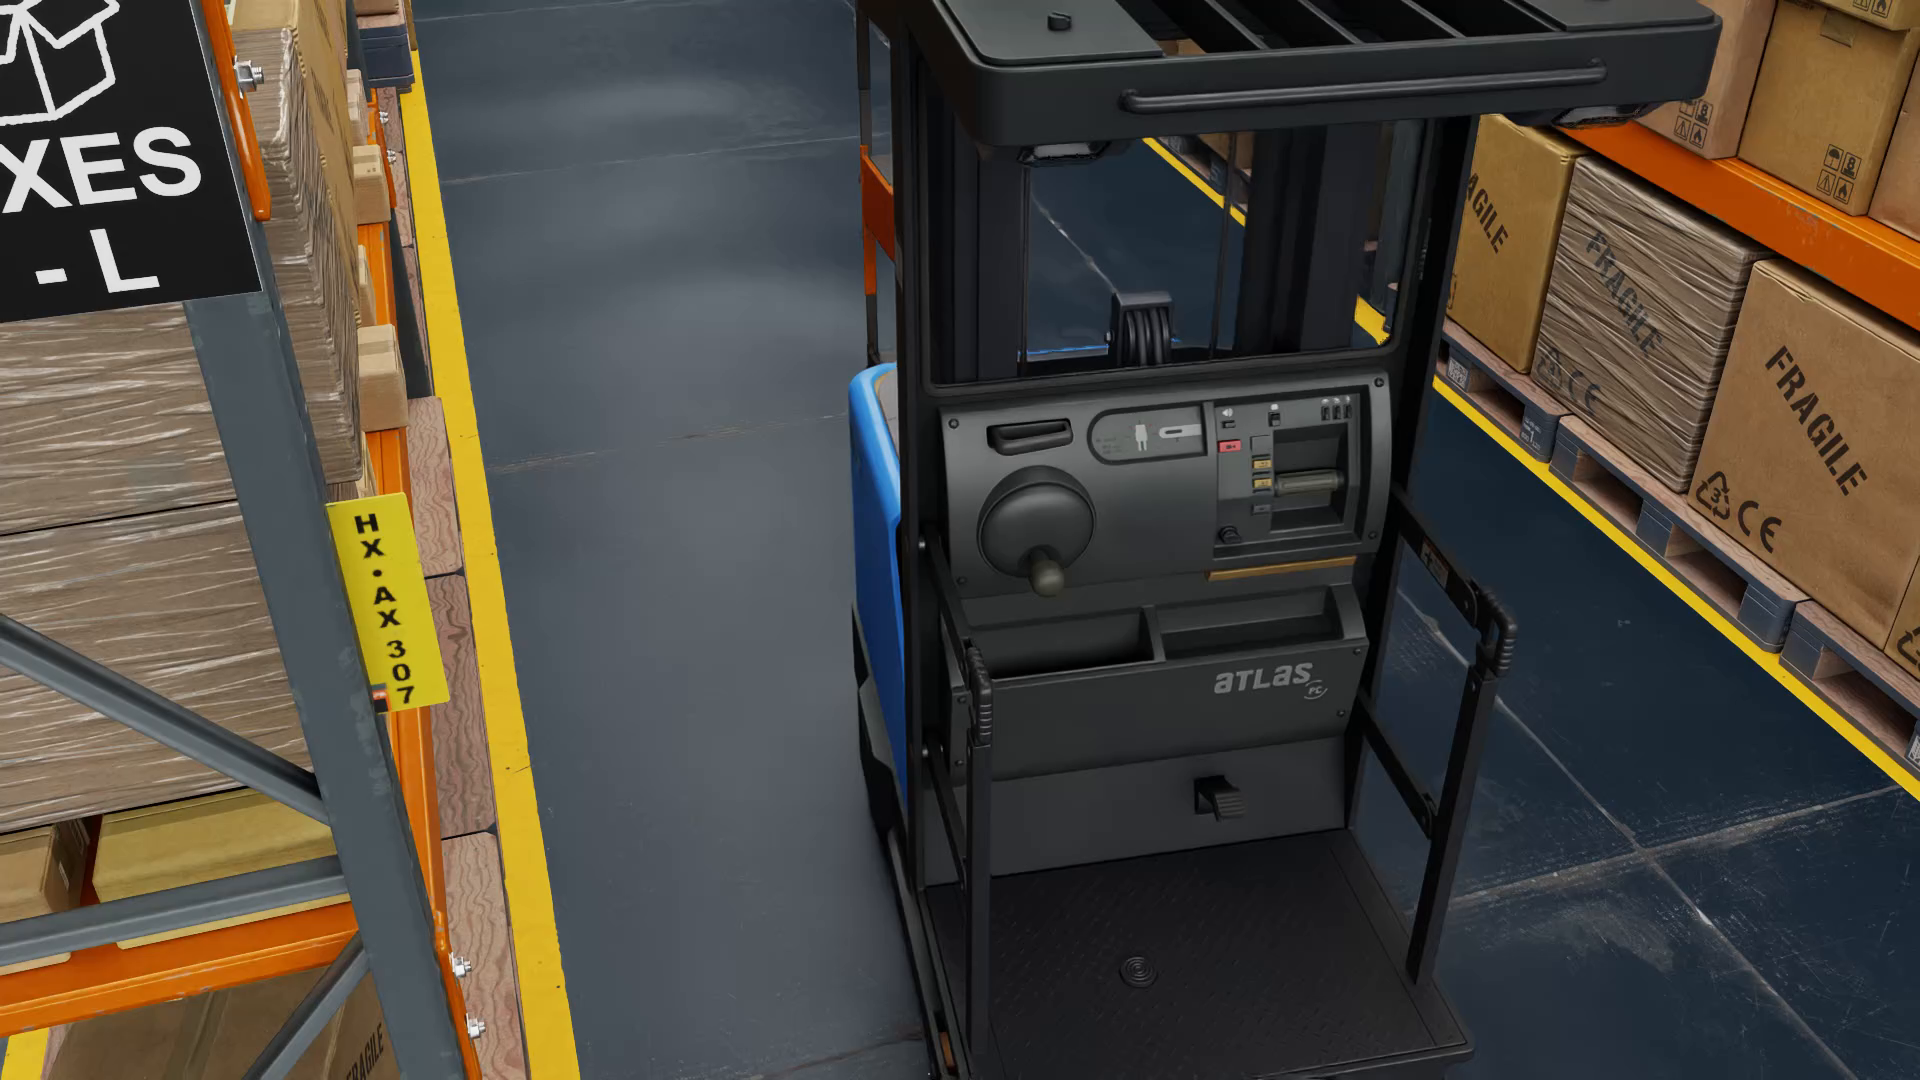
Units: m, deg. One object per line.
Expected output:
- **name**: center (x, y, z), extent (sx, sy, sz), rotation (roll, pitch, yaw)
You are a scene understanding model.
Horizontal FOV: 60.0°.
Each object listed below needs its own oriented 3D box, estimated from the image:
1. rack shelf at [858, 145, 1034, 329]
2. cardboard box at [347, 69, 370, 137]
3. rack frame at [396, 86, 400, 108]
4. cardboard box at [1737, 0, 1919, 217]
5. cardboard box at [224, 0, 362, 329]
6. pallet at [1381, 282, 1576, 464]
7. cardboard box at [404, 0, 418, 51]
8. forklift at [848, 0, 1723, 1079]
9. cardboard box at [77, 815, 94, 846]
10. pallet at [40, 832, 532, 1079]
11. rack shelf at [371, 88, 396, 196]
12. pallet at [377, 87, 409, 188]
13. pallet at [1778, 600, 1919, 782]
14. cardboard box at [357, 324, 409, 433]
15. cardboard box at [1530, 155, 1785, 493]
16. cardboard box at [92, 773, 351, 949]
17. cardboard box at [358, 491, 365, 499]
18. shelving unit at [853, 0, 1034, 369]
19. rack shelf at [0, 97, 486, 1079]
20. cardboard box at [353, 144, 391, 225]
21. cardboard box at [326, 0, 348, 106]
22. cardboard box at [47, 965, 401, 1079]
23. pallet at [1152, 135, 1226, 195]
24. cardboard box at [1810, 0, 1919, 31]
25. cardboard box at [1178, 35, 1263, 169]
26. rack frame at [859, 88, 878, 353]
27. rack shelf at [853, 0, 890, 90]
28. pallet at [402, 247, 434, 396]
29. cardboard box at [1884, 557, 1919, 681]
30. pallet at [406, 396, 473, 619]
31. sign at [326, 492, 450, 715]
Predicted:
- **rack shelf**: center (-0.050, -0.952, 5.310), extent (0.431, 0.518, 0.480), rotation (-10, 35, -15)
- **cardboard box**: center (-2.118, -1.393, 5.366), extent (0.380, 0.149, 0.250), rotation (-10, 35, -15)
- **rack frame**: center (-3.684, -3.662, 8.571), extent (1.000, 3.000, 0.127), rotation (-10, 35, -15)
- **cardboard box**: center (2.914, -1.364, 4.957), extent (0.875, 0.550, 0.500), rotation (-10, 35, -15)
- **cardboard box**: center (-1.298, -0.643, 2.735), extent (0.500, 0.500, 0.500), rotation (-10, 35, -15)
- **pallet**: center (2.448, -0.767, 6.719), extent (1.003, 0.211, 1.213), rotation (-10, 35, -15)
- **cardboard box**: center (-3.875, -3.316, 9.594), extent (1.225, 0.875, 0.875), rotation (-12, 35, -17)
- **forklift**: center (0.468, -0.058, 3.179), extent (1.130, 2.935, 3.031), rotation (-6, 34, -9)
- **cardboard box**: center (-1.603, 0.397, 2.656), extent (0.380, 0.149, 0.250), rotation (-10, 35, -15)
- **pallet**: center (-1.481, 1.229, 3.698), extent (1.003, 0.211, 1.213), rotation (-10, 35, -15)
- **rack shelf**: center (-3.074, -2.312, 7.180), extent (1.077, 0.370, 4.000), rotation (-10, 35, -15)
- **pallet**: center (-3.447, -2.088, 8.718), extent (1.003, 0.211, 1.213), rotation (-10, 35, -15)
- **pallet**: center (3.192, 0.514, 4.781), extent (1.003, 0.211, 1.213), rotation (-10, 35, -15)
- **cardboard box**: center (-1.469, -0.350, 3.787), extent (0.380, 0.149, 0.250), rotation (-10, 35, -15)
- **cardboard box**: center (2.694, -0.817, 5.812), extent (0.875, 0.875, 0.875), rotation (-10, 35, -14)
- **cardboard box**: center (-1.103, 0.453, 2.571), extent (0.380, 0.149, 0.250), rotation (-10, 35, -15)
- **cardboard box**: center (-1.319, 0.057, 3.170), extent (0.380, 0.149, 0.250), rotation (-10, 35, -15)
- **shelving unit**: center (-0.050, -0.963, 5.303), extent (0.431, 2.100, 0.503), rotation (-10, 35, -15)
- **rack shelf**: center (-1.854, -0.212, 4.002), extent (1.077, 0.370, 4.000), rotation (-10, 35, -15)
- **cardboard box**: center (-1.850, -1.007, 4.781), extent (0.380, 0.149, 0.250), rotation (-10, 35, -15)
- **cardboard box**: center (-1.610, -1.167, 3.527), extent (0.500, 0.500, 0.500), rotation (-10, 35, -15)
- **cardboard box**: center (-1.418, 1.075, 3.288), extent (0.500, 0.500, 0.500), rotation (-4, 34, -6)
- **pallet**: center (1.608, -2.213, 8.908), extent (1.003, 0.211, 1.213), rotation (-10, 35, -15)
- **cardboard box**: center (2.852, -1.804, 4.643), extent (0.875, 0.550, 0.500), rotation (-10, 35, -15)
- **cardboard box**: center (1.725, -2.397, 8.317), extent (1.050, 0.750, 0.750), rotation (-10, 35, -15)
- **rack frame**: center (-0.125, -1.091, 5.497), extent (0.400, 2.100, 0.015), rotation (-10, 35, -15)
- **rack shelf**: center (-0.050, -1.536, 4.924), extent (0.431, 0.518, 0.480), rotation (-10, 35, -15)
- **pallet**: center (-2.703, -0.807, 6.780), extent (1.003, 0.211, 1.213), rotation (-10, 35, -15)
- **cardboard box**: center (3.241, 0.124, 4.388), extent (0.875, 0.875, 0.875), rotation (-10, 35, -14)
- **pallet**: center (-2.225, -0.052, 5.637), extent (1.003, 0.211, 1.213), rotation (-10, 35, -15)
- **sign**: center (-0.727, 0.086, 2.114), extent (0.100, 0.325, 0.005), rotation (-10, 35, -15)
